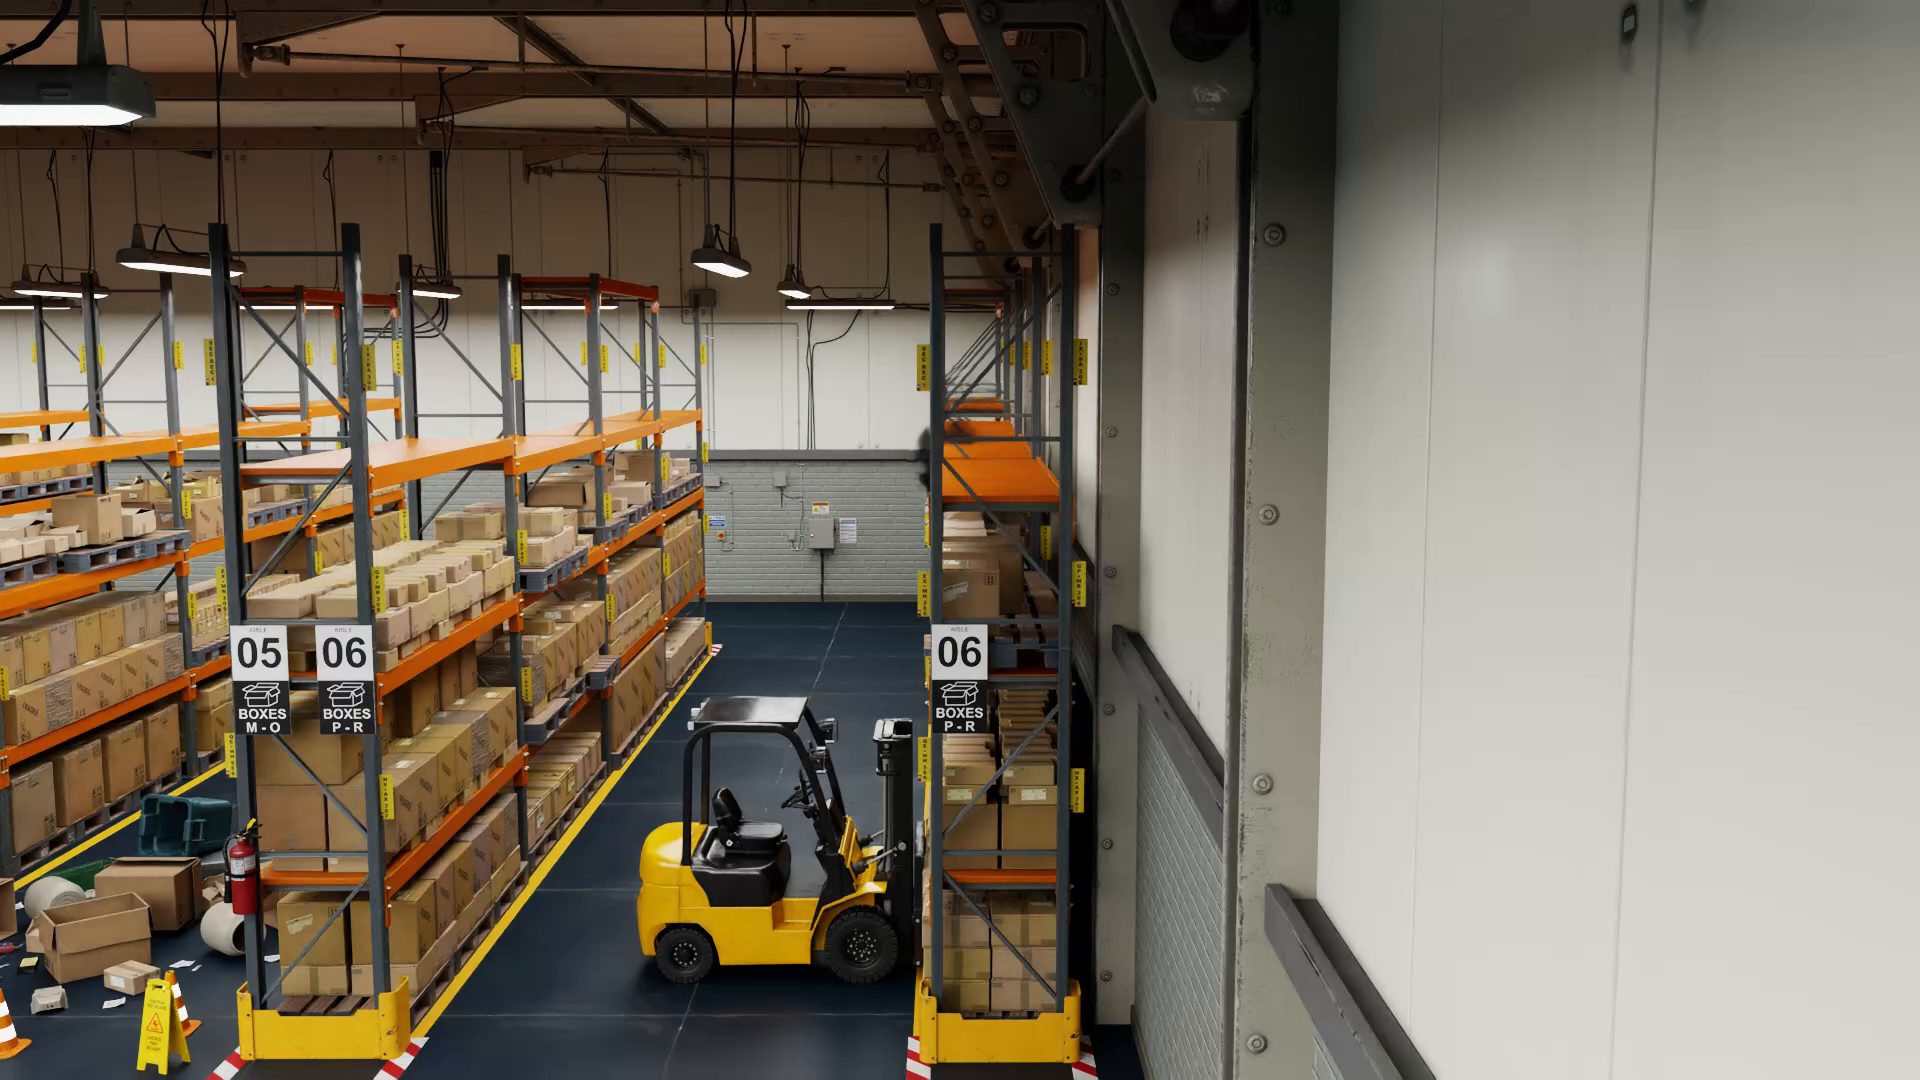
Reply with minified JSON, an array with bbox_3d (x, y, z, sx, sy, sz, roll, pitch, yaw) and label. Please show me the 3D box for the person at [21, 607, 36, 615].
[{"bbox_3d":[-12.929,1.707,23.136,0.536,1.555,0.544,-1,7,-7],"label":"person"}]
